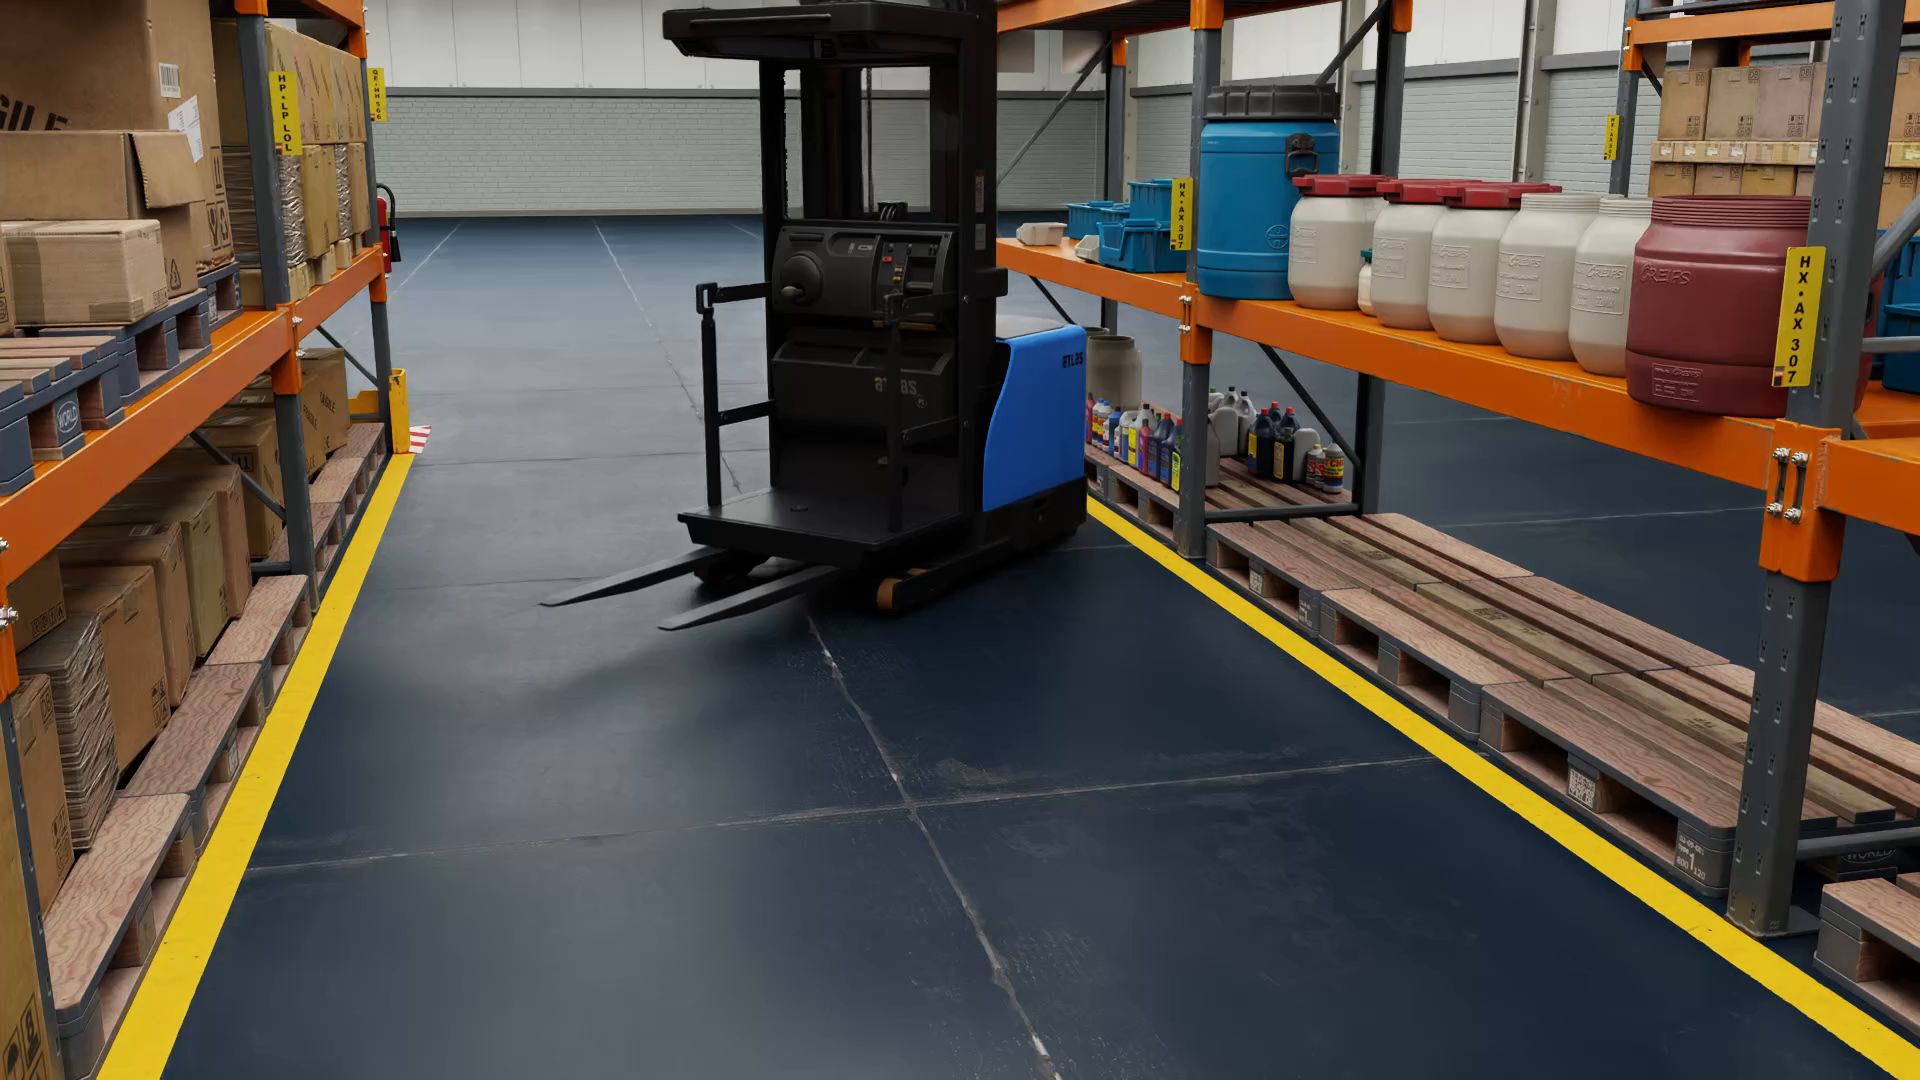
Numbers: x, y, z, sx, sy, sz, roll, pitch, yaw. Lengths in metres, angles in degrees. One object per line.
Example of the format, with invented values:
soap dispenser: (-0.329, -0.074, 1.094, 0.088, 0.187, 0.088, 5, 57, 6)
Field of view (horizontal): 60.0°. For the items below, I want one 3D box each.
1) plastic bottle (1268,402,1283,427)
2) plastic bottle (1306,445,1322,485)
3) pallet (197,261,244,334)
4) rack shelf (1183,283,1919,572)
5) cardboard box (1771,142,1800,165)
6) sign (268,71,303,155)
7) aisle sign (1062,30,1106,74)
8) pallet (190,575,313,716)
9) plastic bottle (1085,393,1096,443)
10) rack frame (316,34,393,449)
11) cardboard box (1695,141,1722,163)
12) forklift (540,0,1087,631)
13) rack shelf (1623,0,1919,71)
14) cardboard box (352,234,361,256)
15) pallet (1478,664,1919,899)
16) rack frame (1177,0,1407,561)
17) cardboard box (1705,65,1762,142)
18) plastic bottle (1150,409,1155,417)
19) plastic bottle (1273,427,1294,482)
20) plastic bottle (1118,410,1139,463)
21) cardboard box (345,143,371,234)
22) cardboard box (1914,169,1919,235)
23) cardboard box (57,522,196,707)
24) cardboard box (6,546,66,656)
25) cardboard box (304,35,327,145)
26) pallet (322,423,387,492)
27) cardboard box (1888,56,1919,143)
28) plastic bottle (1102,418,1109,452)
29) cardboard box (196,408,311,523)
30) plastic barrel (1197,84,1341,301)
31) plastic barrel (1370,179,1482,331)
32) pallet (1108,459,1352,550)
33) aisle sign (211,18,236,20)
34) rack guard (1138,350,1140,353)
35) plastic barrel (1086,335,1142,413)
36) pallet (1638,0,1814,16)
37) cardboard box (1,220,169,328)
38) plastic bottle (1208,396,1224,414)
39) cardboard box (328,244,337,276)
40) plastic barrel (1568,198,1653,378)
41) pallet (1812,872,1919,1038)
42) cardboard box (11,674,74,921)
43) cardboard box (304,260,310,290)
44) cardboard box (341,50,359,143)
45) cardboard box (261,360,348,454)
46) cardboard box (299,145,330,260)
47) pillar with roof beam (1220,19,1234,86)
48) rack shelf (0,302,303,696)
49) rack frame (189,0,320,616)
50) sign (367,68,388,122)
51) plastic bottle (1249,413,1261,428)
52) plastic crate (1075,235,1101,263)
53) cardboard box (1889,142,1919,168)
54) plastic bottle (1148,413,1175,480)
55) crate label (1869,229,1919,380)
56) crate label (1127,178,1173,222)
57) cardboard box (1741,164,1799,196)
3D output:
plastic bottle: (1.731, -0.578, 9.128, 0.144, 0.351, 0.185, -4, 14, -16)
plastic bottle: (1.865, -0.398, 8.703, 0.097, 0.201, 0.097, 0, 14, 0)
pallet: (-3.215, -0.845, 5.968, 1.003, 0.211, 1.213, -3, 14, -13)
rack shelf: (2.031, -0.587, 6.027, 1.077, 0.370, 4.000, -3, 14, -13)
cardboard box: (5.625, -2.560, 11.010, 0.380, 0.149, 0.250, -3, 14, -14)
sign: (-2.714, -1.716, 6.693, 0.100, 0.325, 0.005, -3, 14, -13)
aisle sign: (0.894, -3.617, 11.434, 0.394, 0.787, 0.004, -3, 14, -13)
pallet: (-3.068, 0.412, 6.296, 1.003, 0.211, 1.213, -3, 14, -13)
plastic bottle: (0.781, -0.726, 9.876, 0.061, 0.283, 0.133, -3, 14, -12)
rack frame: (-4.192, -2.045, 10.477, 1.000, 3.000, 0.127, -3, 14, -13)
cardboard box: (5.443, -2.739, 11.741, 0.380, 0.149, 0.250, -3, 14, -13)
forklift: (-0.555, -1.223, 7.259, 1.130, 2.935, 3.031, 8, 16, 31)
rack shelf: (5.908, -3.243, 10.575, 1.077, 0.370, 4.000, -3, 14, -13)
cardboard box: (-3.758, -1.756, 9.825, 0.380, 0.149, 0.250, -3, 14, -13)
pallet: (2.357, 0.698, 5.125, 1.003, 0.211, 1.213, -3, 14, -13)
rack frame: (1.562, -1.398, 7.830, 1.000, 3.000, 0.127, -3, 14, -13)
cardboard box: (5.676, -3.033, 11.579, 0.700, 0.500, 0.500, -4, 14, -15)
plastic bottle: (1.078, -0.588, 9.308, 0.061, 0.283, 0.133, -3, 14, -13)
plastic bottle: (1.707, -0.457, 8.776, 0.061, 0.283, 0.133, -3, 14, -13)
plastic bottle: (0.975, -0.578, 9.284, 0.152, 0.276, 0.135, -3, 14, -12)
cardboard box: (-3.856, -2.001, 9.460, 0.875, 0.500, 0.500, -3, 14, -13)
cardboard box: (6.137, -1.945, 9.859, 0.700, 0.500, 0.500, -3, 14, -14)
cardboard box: (-2.904, 0.261, 5.377, 0.700, 0.500, 0.500, -5, 14, -18)
cardboard box: (-2.634, 0.162, 4.203, 0.500, 0.250, 0.500, -2, 14, -7)
cardboard box: (-3.347, -2.150, 7.961, 0.500, 0.500, 0.500, -3, 14, -13)
pallet: (-4.018, -0.483, 9.961, 1.003, 0.211, 1.213, -3, 14, -13)
cardboard box: (6.030, -2.686, 10.158, 0.700, 0.500, 0.500, -3, 14, -13)
plastic bottle: (0.872, -0.615, 9.592, 0.097, 0.201, 0.097, 0, 14, 0)
cardboard box: (-3.450, -0.338, 7.873, 0.500, 0.500, 0.500, 1, 14, 5)
plastic barrel: (1.358, -1.536, 7.337, 0.600, 0.901, 0.708, -3, 14, -13)
plastic barrel: (1.745, -1.062, 6.168, 0.433, 0.535, 0.433, 0, 14, 0)
pallet: (1.444, -0.201, 8.805, 1.003, 0.211, 1.213, -3, 14, -13)
aisle sign: (-4.498, -3.305, 10.159, 0.394, 0.787, 0.004, -3, 14, -13)
rack guard: (0.686, -1.092, 11.843, 1.175, 0.500, 0.348, -3, 14, -13)
plastic barrel: (0.969, -1.053, 10.775, 0.421, 0.512, 0.421, 0, 14, 0)
pallet: (5.579, -3.846, 11.715, 1.003, 0.211, 1.213, -3, 14, -13)
cardboard box: (-2.483, -0.730, 4.526, 0.500, 0.250, 0.500, -4, 14, -15)
plastic bottle: (1.545, -0.721, 9.869, 0.152, 0.276, 0.135, -4, 14, -15)
cardboard box: (-3.376, -1.412, 8.415, 0.380, 0.149, 0.250, -3, 14, -13)
plastic barrel: (2.052, -0.755, 4.963, 0.421, 0.512, 0.421, 0, 14, 0)
pallet: (2.727, 1.059, 3.649, 1.003, 0.211, 1.213, -3, 14, -13)
cardboard box: (-2.490, 0.648, 3.796, 0.700, 0.500, 0.500, -4, 14, -16)
cardboard box: (-3.143, -1.181, 7.470, 0.380, 0.149, 0.250, -3, 14, -13)
cardboard box: (-3.700, -2.496, 9.378, 0.500, 0.500, 0.500, -3, 14, -13)
cardboard box: (-3.888, -0.754, 9.574, 0.500, 0.500, 0.500, 0, 14, 2)
cardboard box: (-3.382, -1.540, 7.572, 0.875, 0.500, 0.500, -3, 14, -13)
pillar with roof beam: (1.436, -10.971, 34.372, 9.100, 9.000, 0.400, -3, 14, -13)
rack shelf: (-2.783, -0.311, 4.897, 1.077, 0.370, 4.000, -3, 14, -13)
rack frame: (-3.253, -1.122, 6.700, 1.000, 3.000, 0.127, -3, 14, -13)
sign: (-3.648, -2.787, 10.410, 0.100, 0.325, 0.005, -3, 14, -13)
plastic bottle: (1.660, -0.571, 9.267, 0.097, 0.271, 0.097, 0, 14, 0)
plastic crate: (0.934, -1.631, 9.337, 0.530, 0.136, 0.437, -3, 14, -13)
cardboard box: (5.868, -2.323, 10.037, 0.380, 0.149, 0.250, -3, 14, -13)
plastic bottle: (1.085, -0.502, 8.816, 0.144, 0.351, 0.185, -4, 14, -16)
crate label: (2.531, -0.737, 5.049, 0.502, 0.435, 0.616, -3, 14, -13)
crate label: (1.317, -1.929, 9.927, 0.502, 0.435, 0.616, -3, 14, -13)
cardboard box: (5.774, -2.301, 11.313, 0.700, 0.500, 0.500, -3, 14, -13)
